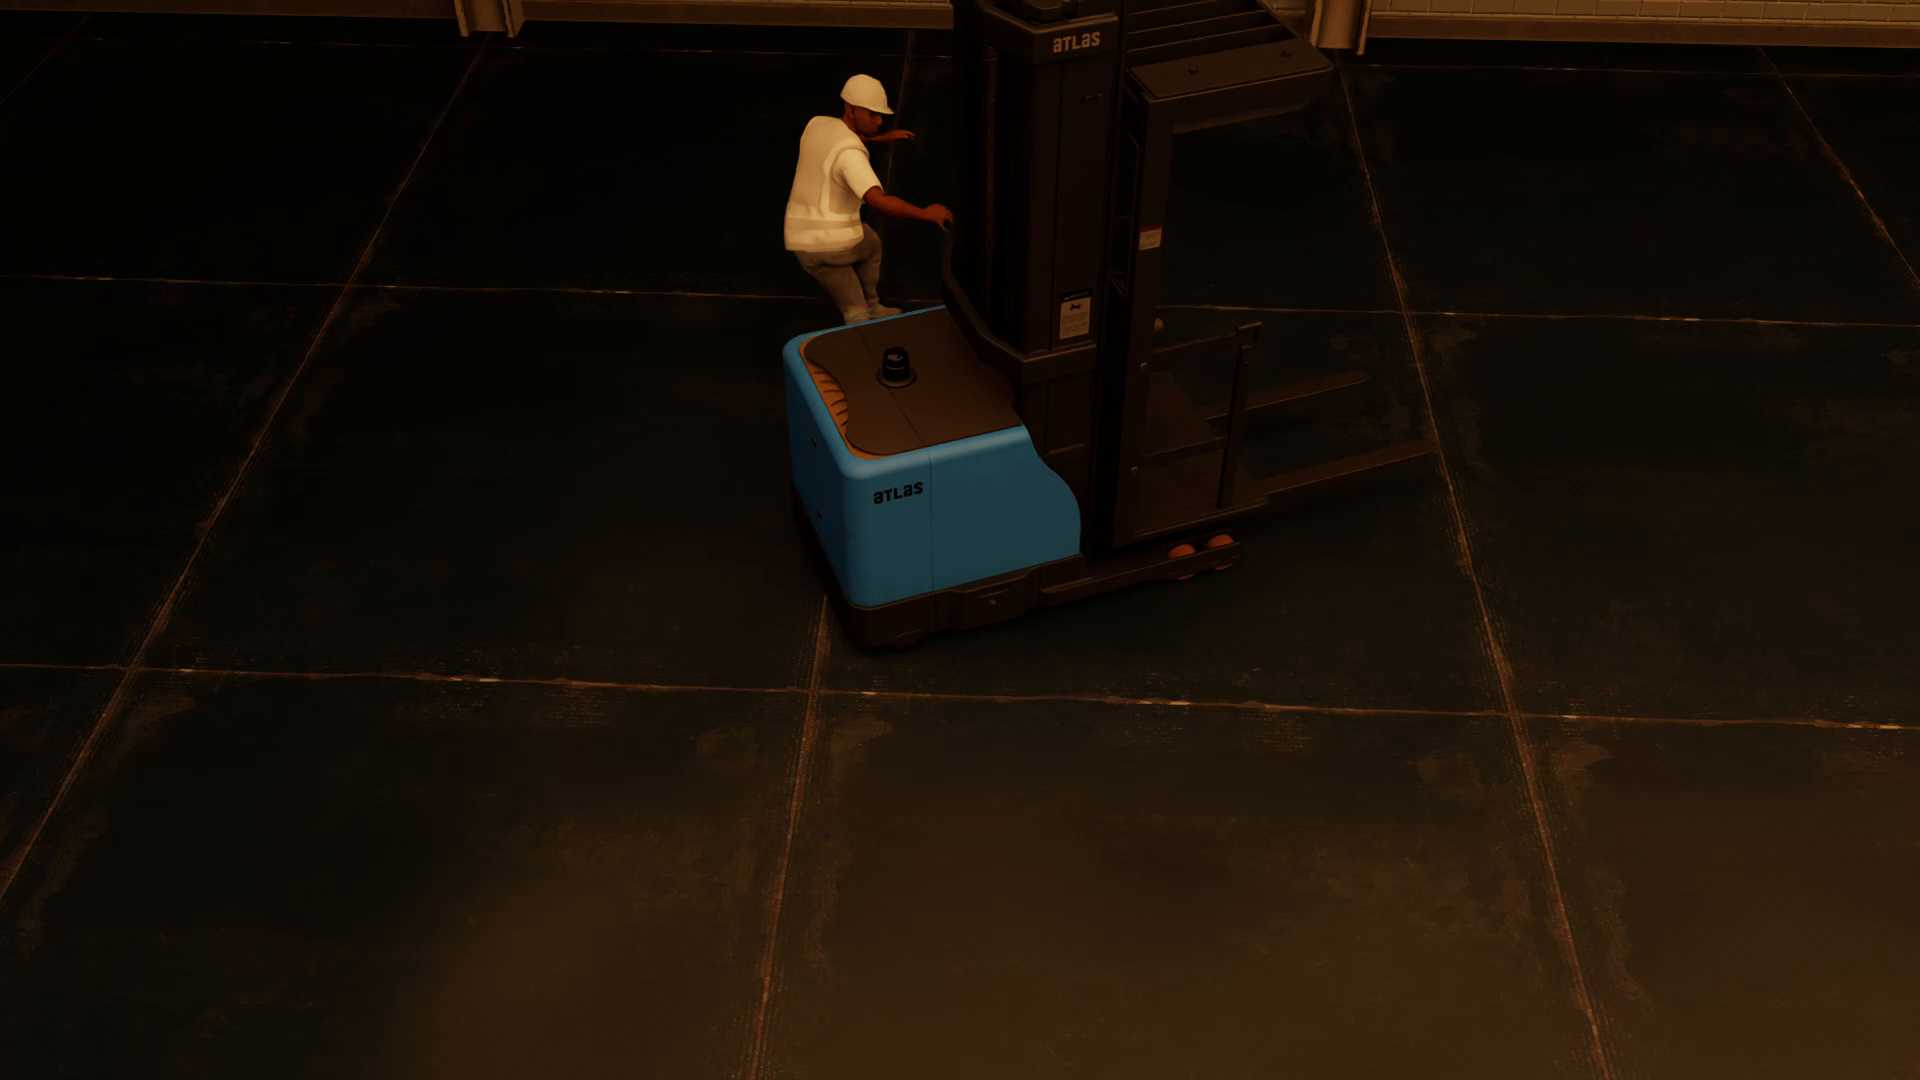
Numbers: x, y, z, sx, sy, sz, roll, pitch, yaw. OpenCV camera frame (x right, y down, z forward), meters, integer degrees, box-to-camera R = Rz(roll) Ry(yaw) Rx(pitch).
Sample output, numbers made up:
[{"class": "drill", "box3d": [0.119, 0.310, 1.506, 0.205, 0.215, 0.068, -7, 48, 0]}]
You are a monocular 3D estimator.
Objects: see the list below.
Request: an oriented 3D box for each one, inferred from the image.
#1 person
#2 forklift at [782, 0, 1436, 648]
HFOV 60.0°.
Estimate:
[{"class": "person", "box3d": [-0.385, -1.637, 8.591, 1.012, 1.527, 1.040, 23, 47, 24]}, {"class": "forklift", "box3d": [0.777, -1.219, 7.078, 3.031, 2.935, 1.130, -14, 44, -15]}]
